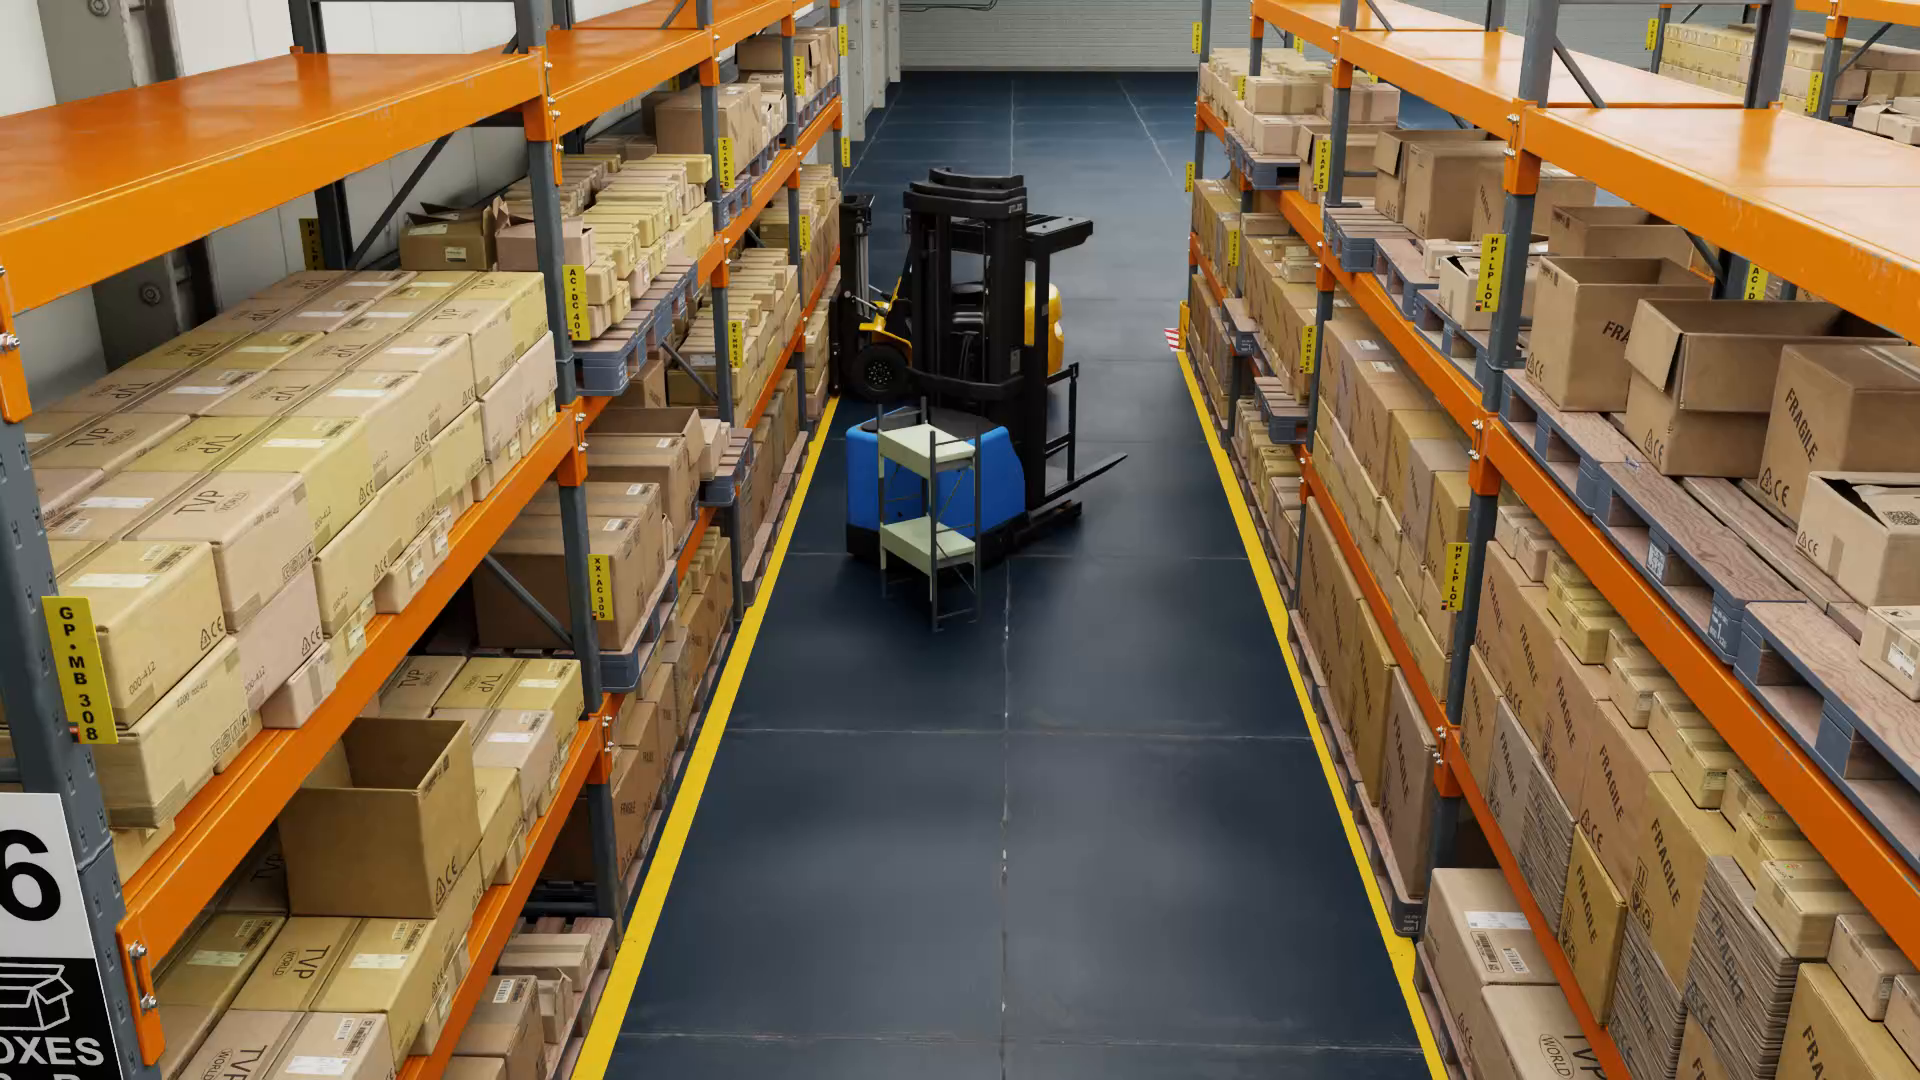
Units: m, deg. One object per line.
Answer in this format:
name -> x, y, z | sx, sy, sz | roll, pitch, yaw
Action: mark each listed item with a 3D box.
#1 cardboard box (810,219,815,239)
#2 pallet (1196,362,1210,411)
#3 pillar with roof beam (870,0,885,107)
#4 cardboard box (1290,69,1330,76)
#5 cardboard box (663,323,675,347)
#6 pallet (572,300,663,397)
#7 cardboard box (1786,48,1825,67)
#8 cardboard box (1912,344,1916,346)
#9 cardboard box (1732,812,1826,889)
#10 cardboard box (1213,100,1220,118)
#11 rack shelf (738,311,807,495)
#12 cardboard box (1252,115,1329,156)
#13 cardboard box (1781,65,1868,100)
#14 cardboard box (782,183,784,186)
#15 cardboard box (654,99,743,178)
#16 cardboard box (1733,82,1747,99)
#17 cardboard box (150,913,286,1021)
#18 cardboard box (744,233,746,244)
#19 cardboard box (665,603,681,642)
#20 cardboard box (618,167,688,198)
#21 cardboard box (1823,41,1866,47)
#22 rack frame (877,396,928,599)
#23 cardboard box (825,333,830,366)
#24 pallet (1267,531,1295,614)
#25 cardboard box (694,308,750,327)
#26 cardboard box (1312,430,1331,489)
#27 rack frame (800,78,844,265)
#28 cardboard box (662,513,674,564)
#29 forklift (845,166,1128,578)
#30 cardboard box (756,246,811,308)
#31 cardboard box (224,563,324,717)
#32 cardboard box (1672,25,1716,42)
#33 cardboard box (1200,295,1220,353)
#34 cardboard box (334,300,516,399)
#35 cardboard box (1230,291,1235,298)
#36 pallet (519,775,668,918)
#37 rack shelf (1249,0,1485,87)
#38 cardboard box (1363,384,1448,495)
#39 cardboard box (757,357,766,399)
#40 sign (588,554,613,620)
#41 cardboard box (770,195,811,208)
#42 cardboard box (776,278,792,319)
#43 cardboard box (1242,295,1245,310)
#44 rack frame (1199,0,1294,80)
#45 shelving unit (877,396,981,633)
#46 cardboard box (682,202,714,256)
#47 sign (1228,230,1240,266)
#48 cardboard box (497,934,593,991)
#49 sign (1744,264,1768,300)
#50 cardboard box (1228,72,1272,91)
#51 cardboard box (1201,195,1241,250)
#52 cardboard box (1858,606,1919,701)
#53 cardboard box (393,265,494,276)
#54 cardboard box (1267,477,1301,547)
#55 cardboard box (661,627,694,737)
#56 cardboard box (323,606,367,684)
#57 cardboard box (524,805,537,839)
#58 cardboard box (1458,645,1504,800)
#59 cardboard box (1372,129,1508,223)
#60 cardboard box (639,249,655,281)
cardboard box -> -1.610, -3.012, 16.111 | 0.380, 0.149, 0.250 | 1, 21, 3
pallet -> 3.030, -1.607, 17.378 | 1.003, 0.211, 1.213 | 1, 21, 2
pillar with roof beam -> 2.282, -14.906, 39.505 | 9.100, 9.000, 0.400 | 1, 21, 2
cardboard box -> 3.334, -4.359, 15.715 | 0.380, 0.149, 0.250 | 0, 21, 0
cardboard box -> -2.299, -1.486, 12.177 | 0.380, 0.149, 0.250 | 1, 21, 2
pallet -> -2.104, -0.928, 7.886 | 1.213, 0.211, 1.003 | 1, 21, 2
cardboard box -> 7.662, -4.326, 14.910 | 0.380, 0.149, 0.250 | 1, 21, 1
cardboard box -> 7.617, -1.330, 12.673 | 0.500, 0.500, 0.500 | 0, 21, 1
cardboard box -> 2.413, 0.894, 4.662 | 0.380, 0.149, 0.250 | 1, 21, 3
cardboard box -> 2.763, -4.365, 16.833 | 0.380, 0.149, 0.250 | 1, 21, 2
rack shelf -> -2.011, -1.216, 13.510 | 1.077, 0.370, 4.000 | 1, 21, 2
cardboard box -> 2.585, -3.173, 13.040 | 0.500, 0.250, 0.500 | 0, 21, 1
cardboard box -> 7.720, -4.094, 14.863 | 0.500, 0.250, 0.500 | 0, 21, 1
cardboard box -> -2.088, -3.899, 17.986 | 0.380, 0.149, 0.250 | 1, 21, 3
cardboard box -> -1.807, -2.775, 11.530 | 0.500, 0.500, 0.500 | 1, 21, 2
cardboard box -> 7.690, -4.323, 16.005 | 0.380, 0.149, 0.250 | 0, 21, 1
cardboard box -> -2.530, 1.461, 5.413 | 0.500, 0.250, 0.500 | 1, 21, 3
cardboard box -> -2.225, -2.833, 15.650 | 0.380, 0.149, 0.250 | 0, 21, 0
cardboard box -> -1.902, 0.500, 10.073 | 0.380, 0.149, 0.250 | 0, 21, -1
cardboard box -> -1.858, -2.163, 10.055 | 0.380, 0.149, 0.250 | 0, 21, 0
cardboard box -> 8.342, -4.595, 15.605 | 0.380, 0.149, 0.250 | 1, 21, 2
rack frame -> -0.418, -0.303, 12.233 | 0.400, 1.500, 0.023 | -13, 25, -30
cardboard box -> -1.587, -1.957, 16.954 | 0.500, 0.250, 0.500 | 0, 21, 1
pallet -> 2.915, 0.243, 12.612 | 1.003, 0.211, 1.213 | 1, 21, 2
cardboard box -> -1.806, -1.665, 12.638 | 0.380, 0.149, 0.250 | 1, 21, 2
cardboard box -> 2.623, -0.531, 10.957 | 0.500, 0.250, 0.500 | 0, 21, 1
rack frame -> -1.829, -3.721, 18.971 | 1.000, 3.000, 0.127 | 1, 21, 2
cardboard box -> -1.768, -0.013, 9.021 | 0.396, 0.266, 0.258 | 2, 21, 4
forklift -> 0.363, -1.553, 13.478 | 1.130, 2.935, 3.031 | 14, 25, 32
cardboard box -> -1.676, -2.479, 15.632 | 0.500, 0.500, 0.500 | 0, 21, 0
cardboard box -> -2.034, 0.256, 4.372 | 0.500, 0.250, 0.500 | 1, 21, 3
cardboard box -> 7.747, -5.337, 17.517 | 0.380, 0.149, 0.250 | 1, 21, 2
cardboard box -> 2.797, -2.263, 17.399 | 0.500, 0.500, 0.500 | 1, 21, 3
cardboard box -> -1.975, -0.713, 6.179 | 0.500, 0.250, 0.500 | 0, 21, 1
cardboard box -> 2.716, -2.224, 15.460 | 0.380, 0.149, 0.250 | 0, 21, 1
pallet -> -2.207, 1.624, 9.053 | 1.003, 0.211, 1.213 | 1, 21, 2
rack shelf -> 2.950, -3.773, 12.360 | 1.077, 0.370, 4.000 | 1, 21, 2
cardboard box -> 2.575, -0.563, 9.313 | 0.500, 0.500, 0.500 | 1, 21, 2
cardboard box -> -1.785, -1.284, 12.899 | 0.500, 0.250, 0.500 | 0, 21, 0
sign -> -1.651, 0.218, 7.624 | 0.100, 0.325, 0.005 | 1, 21, 2
cardboard box -> -1.684, -3.341, 16.546 | 0.380, 0.149, 0.250 | 1, 21, 1
cardboard box -> -1.718, -2.071, 14.236 | 0.500, 0.250, 0.500 | 0, 21, 0
cardboard box -> 2.678, -2.103, 14.570 | 0.380, 0.149, 0.250 | 1, 21, 2
rack frame -> 3.133, -6.464, 17.749 | 1.000, 3.000, 0.127 | 1, 21, 2
shelving unit -> -0.223, -0.190, 11.944 | 0.431, 1.500, 0.755 | -13, 25, -30
cardboard box -> -1.845, -1.968, 10.516 | 0.500, 0.250, 0.500 | 0, 21, 0
sign -> 2.468, -2.628, 14.958 | 0.100, 0.325, 0.005 | 1, 21, 2
cardboard box -> -1.917, 1.956, 7.701 | 0.380, 0.149, 0.250 | 0, 21, 0
sign -> 3.322, -0.999, 6.987 | 0.100, 0.325, 0.005 | 1, 21, 2
cardboard box -> 2.708, -4.274, 15.497 | 0.380, 0.149, 0.250 | 1, 21, 3
cardboard box -> 2.814, -3.313, 17.371 | 0.500, 0.500, 0.500 | 0, 21, 1
cardboard box -> 2.503, 0.278, 4.148 | 0.380, 0.149, 0.250 | -1, 21, -3
cardboard box -> -2.301, -1.154, 7.427 | 0.380, 0.149, 0.250 | 0, 21, 1
cardboard box -> 2.931, -0.217, 12.993 | 0.950, 0.372, 0.625 | 0, 21, 1
cardboard box -> -1.906, 0.855, 10.054 | 0.500, 0.500, 0.500 | 0, 21, 0
cardboard box -> -1.956, 0.299, 4.812 | 0.380, 0.149, 0.250 | 1, 21, 1
cardboard box -> -1.956, 1.136, 6.801 | 0.380, 0.149, 0.250 | 1, 21, 3
cardboard box -> 2.492, 0.792, 7.204 | 0.500, 0.500, 0.500 | 1, 21, 3
cardboard box -> 3.029, -2.279, 10.386 | 0.797, 0.503, 0.637 | -1, 21, -2
cardboard box -> -1.758, -1.379, 8.417 | 0.380, 0.149, 0.250 | 0, 21, 1
